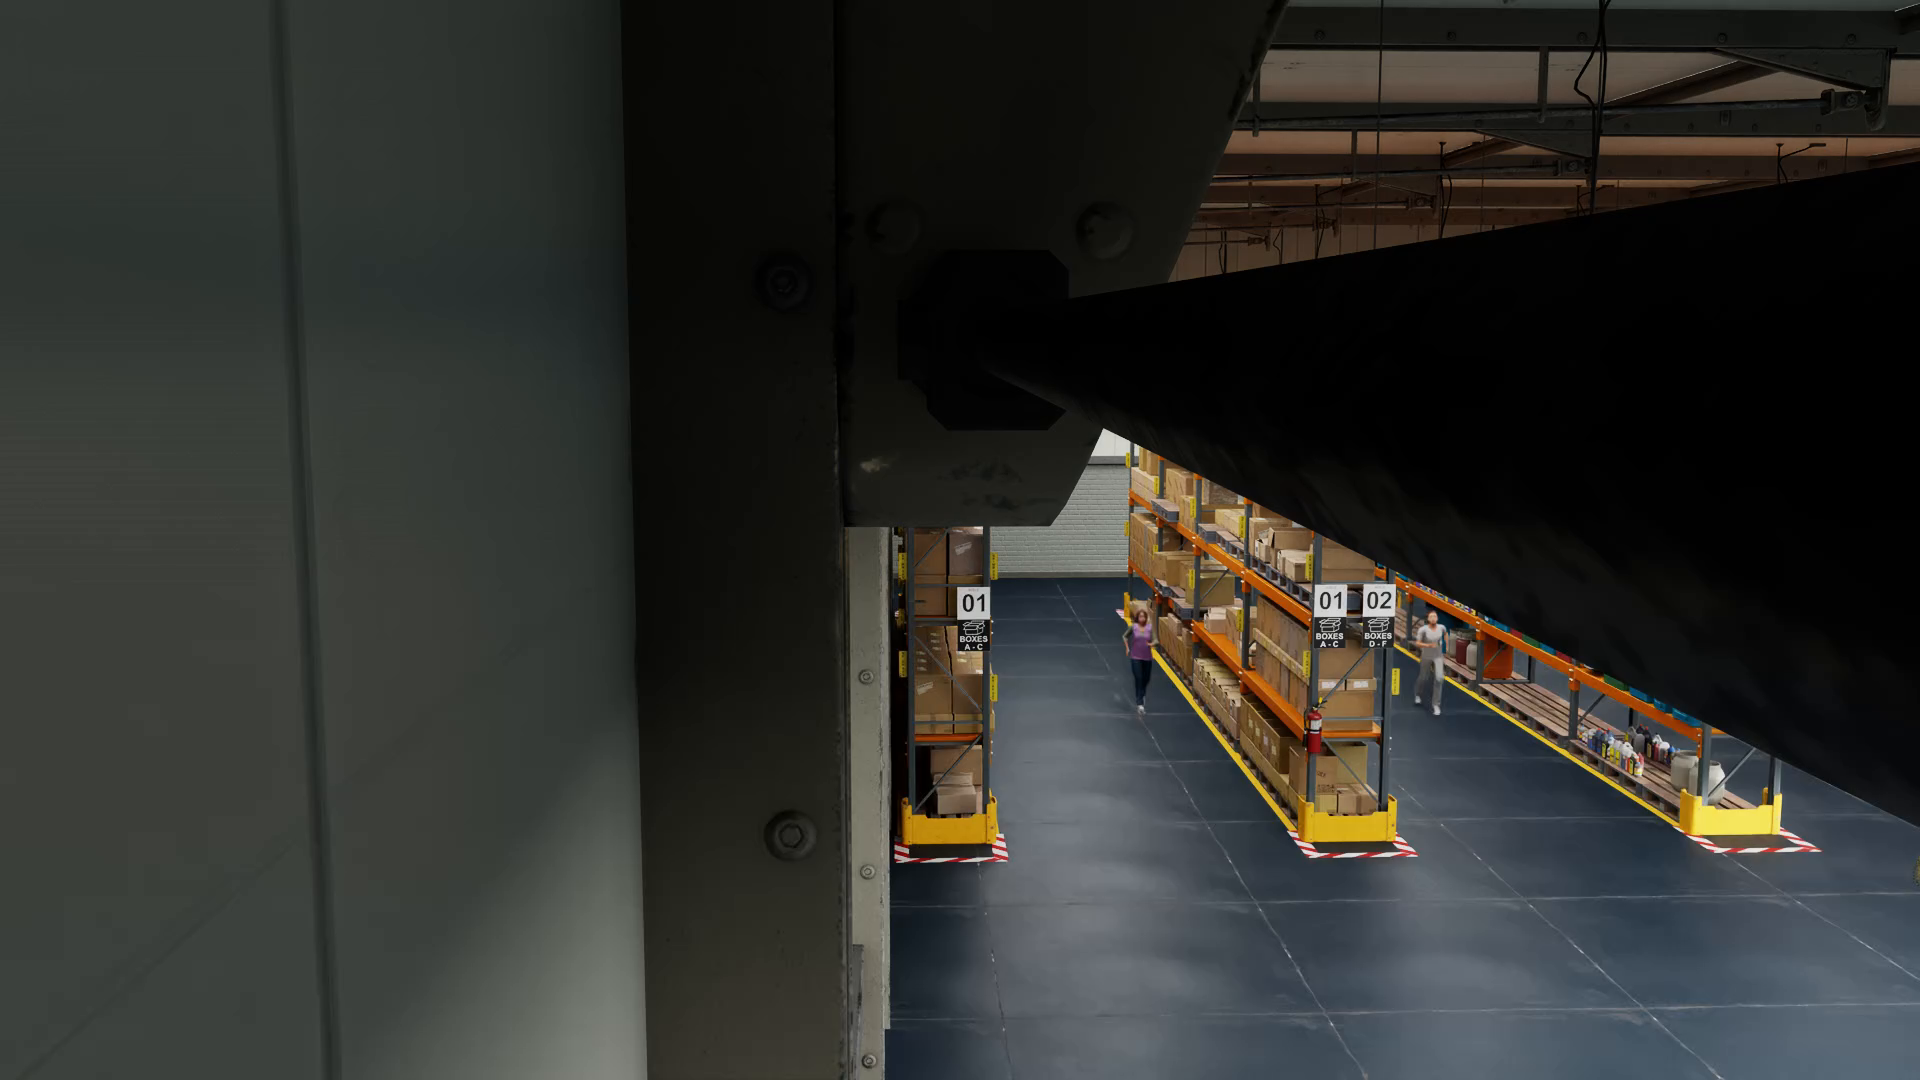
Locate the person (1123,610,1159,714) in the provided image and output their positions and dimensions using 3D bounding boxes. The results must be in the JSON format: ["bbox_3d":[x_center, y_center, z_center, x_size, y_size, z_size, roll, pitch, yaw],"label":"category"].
[{"bbox_3d":[2.861,1.883,26.282,0.537,1.581,0.893,-1,7,-4],"label":"person"}]

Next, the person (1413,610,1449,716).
[{"bbox_3d":[7.801,1.984,27.540,0.575,1.708,0.901,0,7,3],"label":"person"}]
